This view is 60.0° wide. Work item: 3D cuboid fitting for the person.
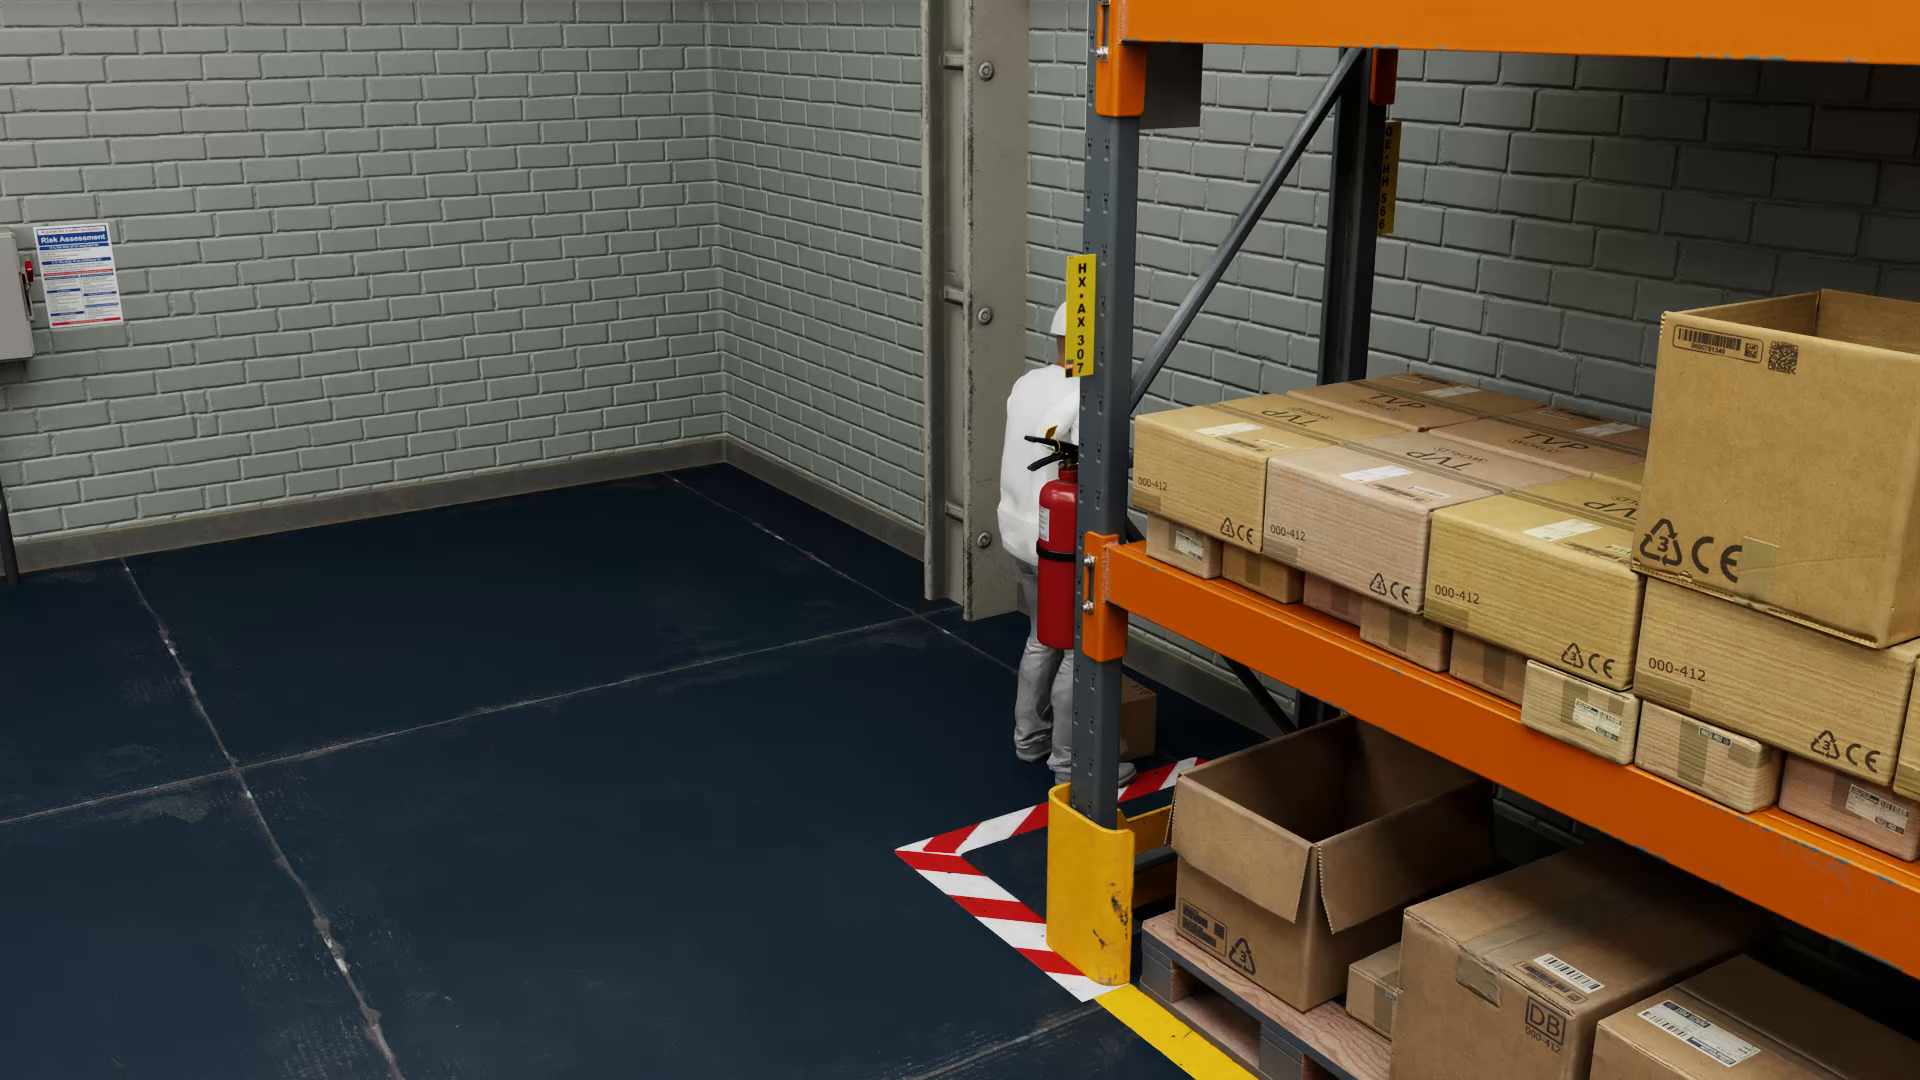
[{"bbox_3d":[0.390,-0.004,5.998,0.354,1.662,0.628,-8,20,-24],"label":"person"}]
